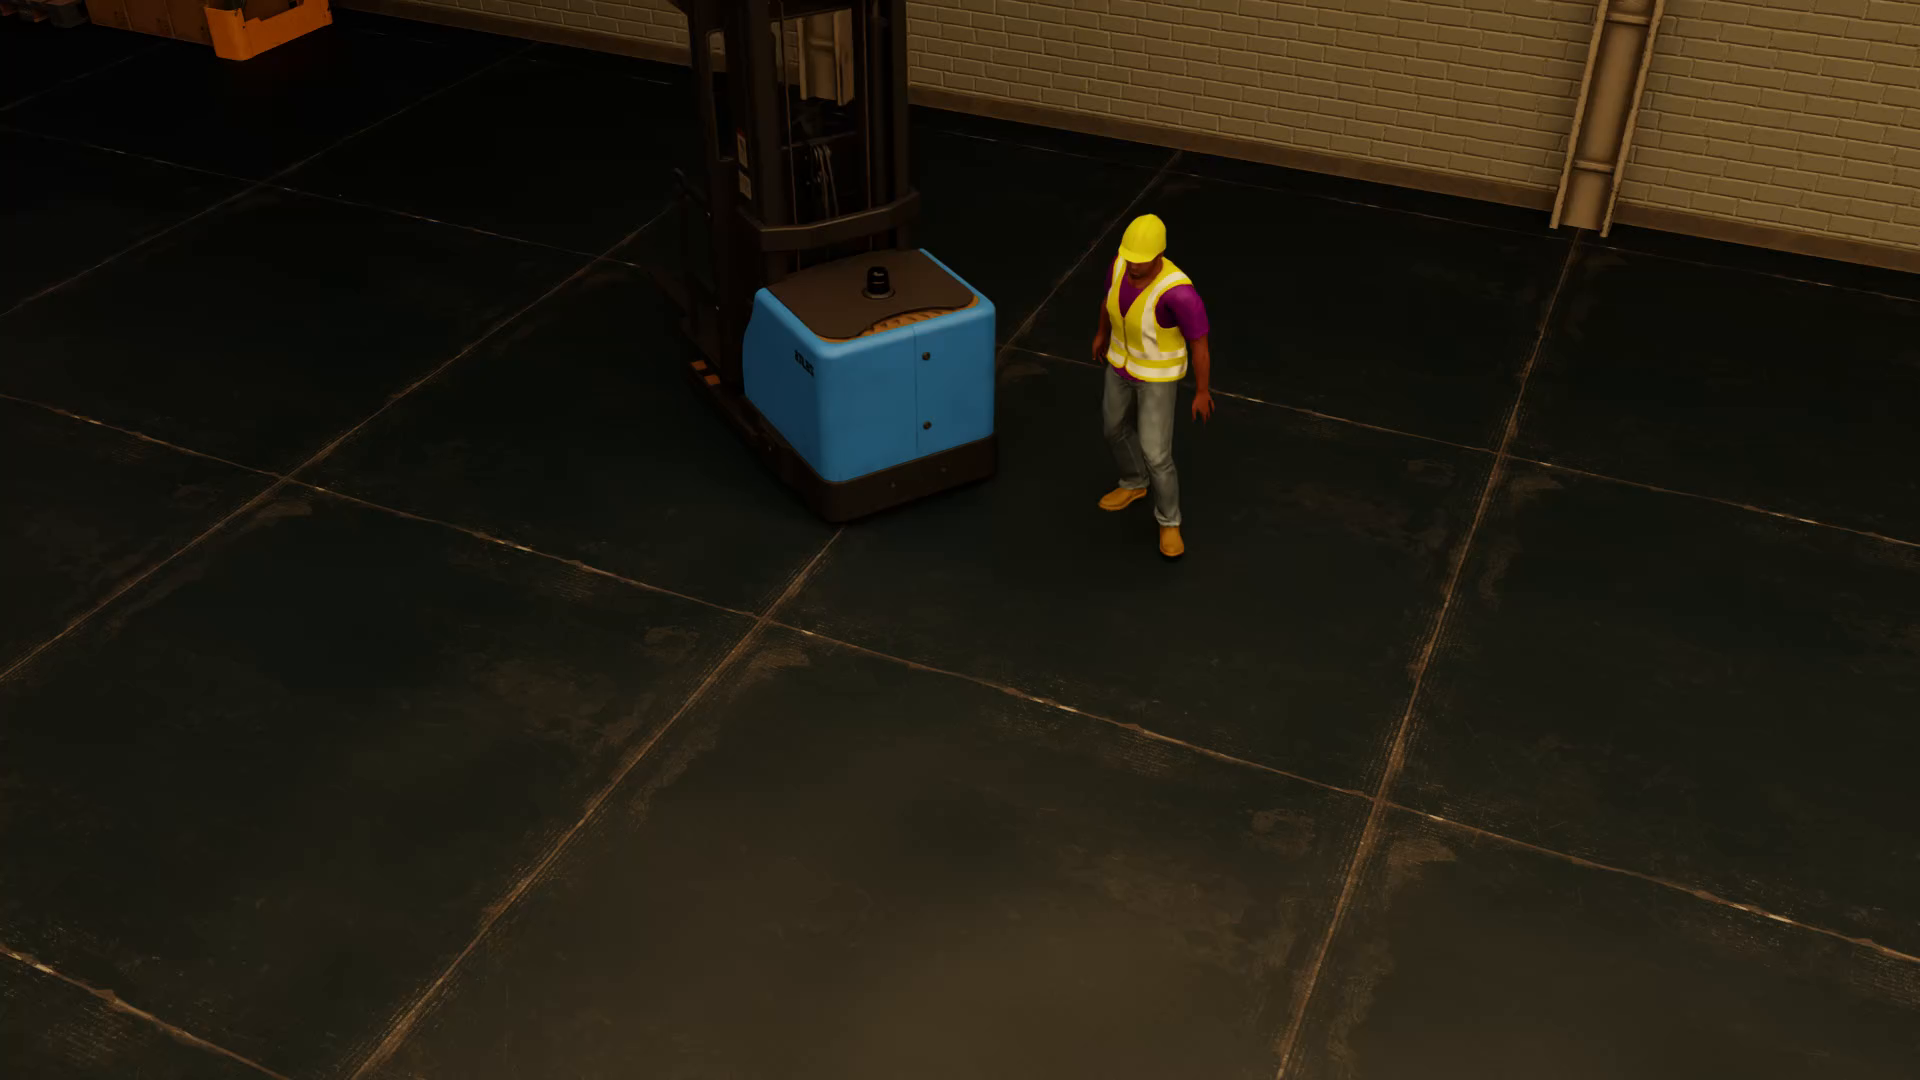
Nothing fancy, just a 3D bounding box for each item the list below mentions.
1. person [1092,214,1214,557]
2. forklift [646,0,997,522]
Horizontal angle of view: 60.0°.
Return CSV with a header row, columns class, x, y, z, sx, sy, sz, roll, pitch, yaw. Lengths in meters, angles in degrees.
class,x,y,z,sx,sy,sz,roll,pitch,yaw
person,0.907,-0.835,8.295,0.456,1.733,0.881,-26,43,-32
forklift,-0.976,-2.117,9.055,1.130,2.935,3.031,-19,40,-24
